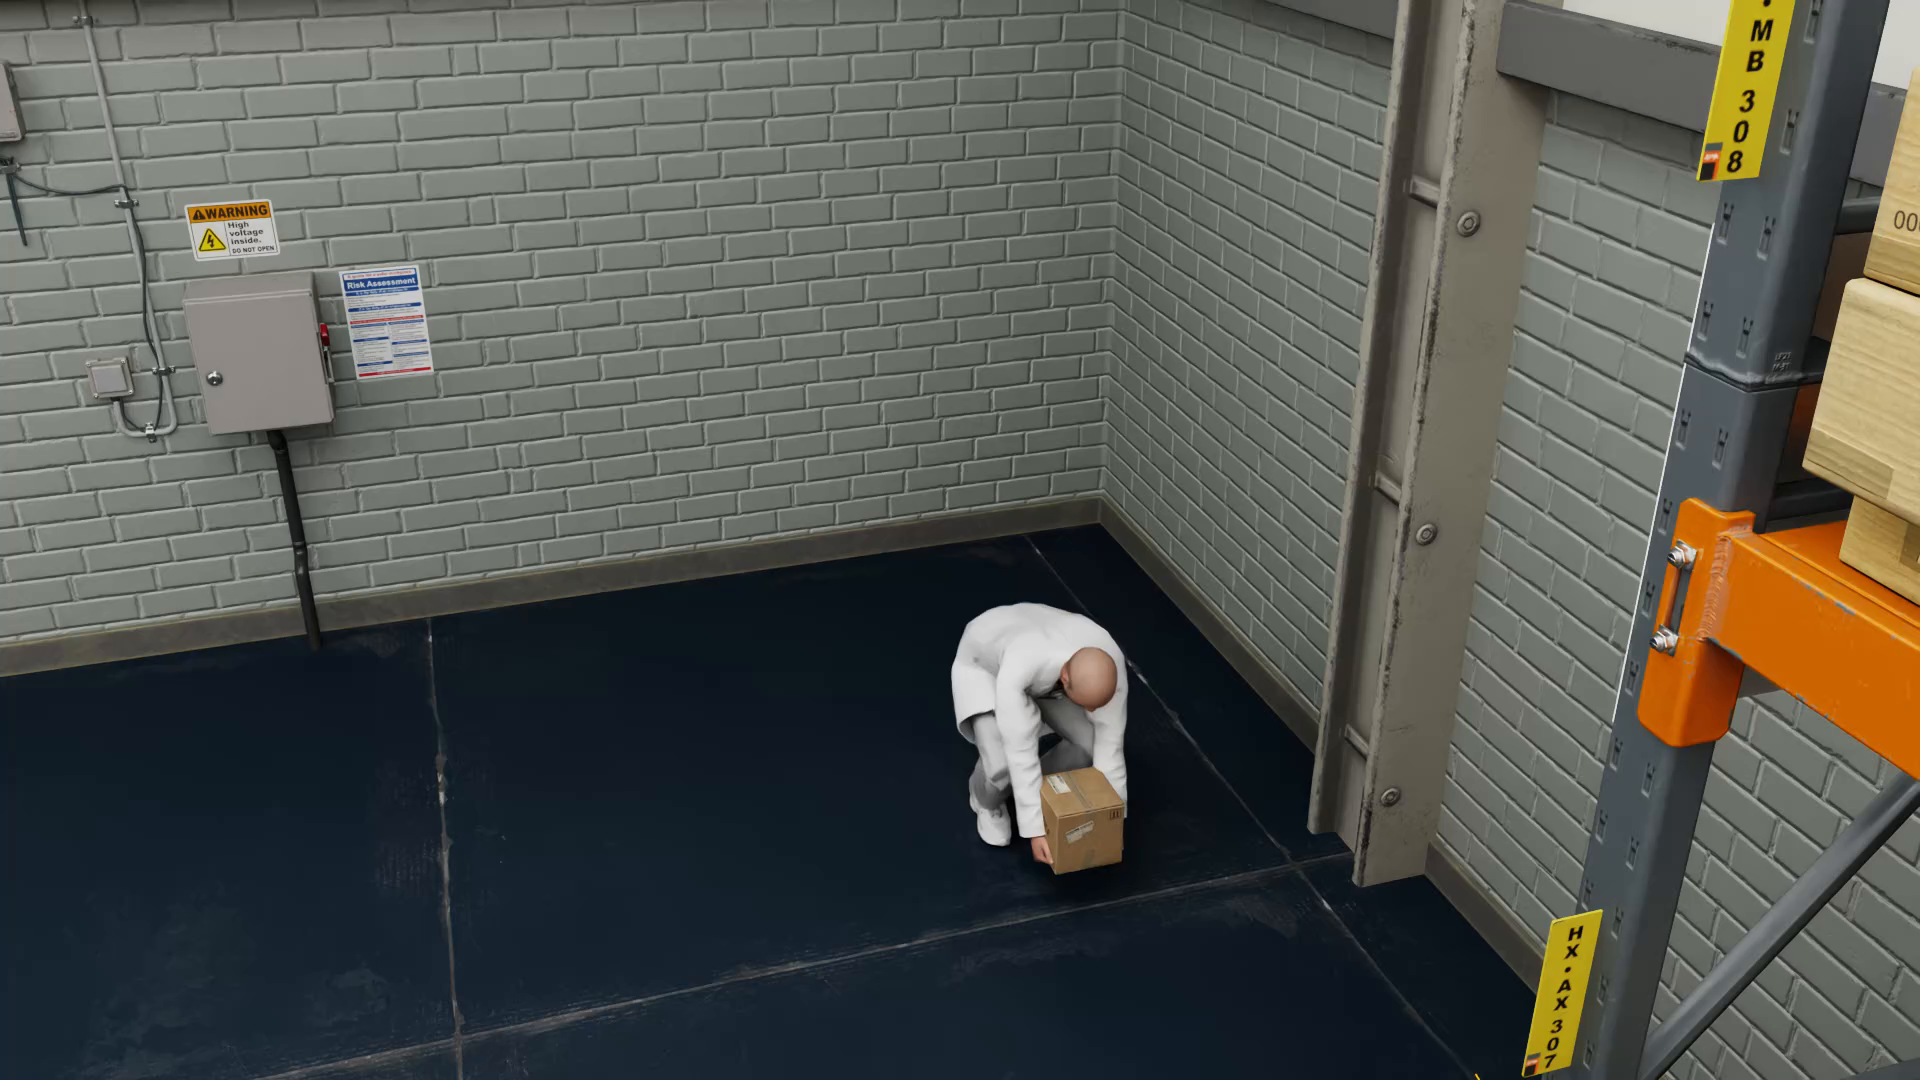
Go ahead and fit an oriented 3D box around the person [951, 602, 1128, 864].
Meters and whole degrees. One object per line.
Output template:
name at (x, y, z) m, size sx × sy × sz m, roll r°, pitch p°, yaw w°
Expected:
person at (0.292, 0.686, 6.104) m, size 0.584 × 1.006 × 0.931 m, roll -9°, pitch 27°, yaw -18°
